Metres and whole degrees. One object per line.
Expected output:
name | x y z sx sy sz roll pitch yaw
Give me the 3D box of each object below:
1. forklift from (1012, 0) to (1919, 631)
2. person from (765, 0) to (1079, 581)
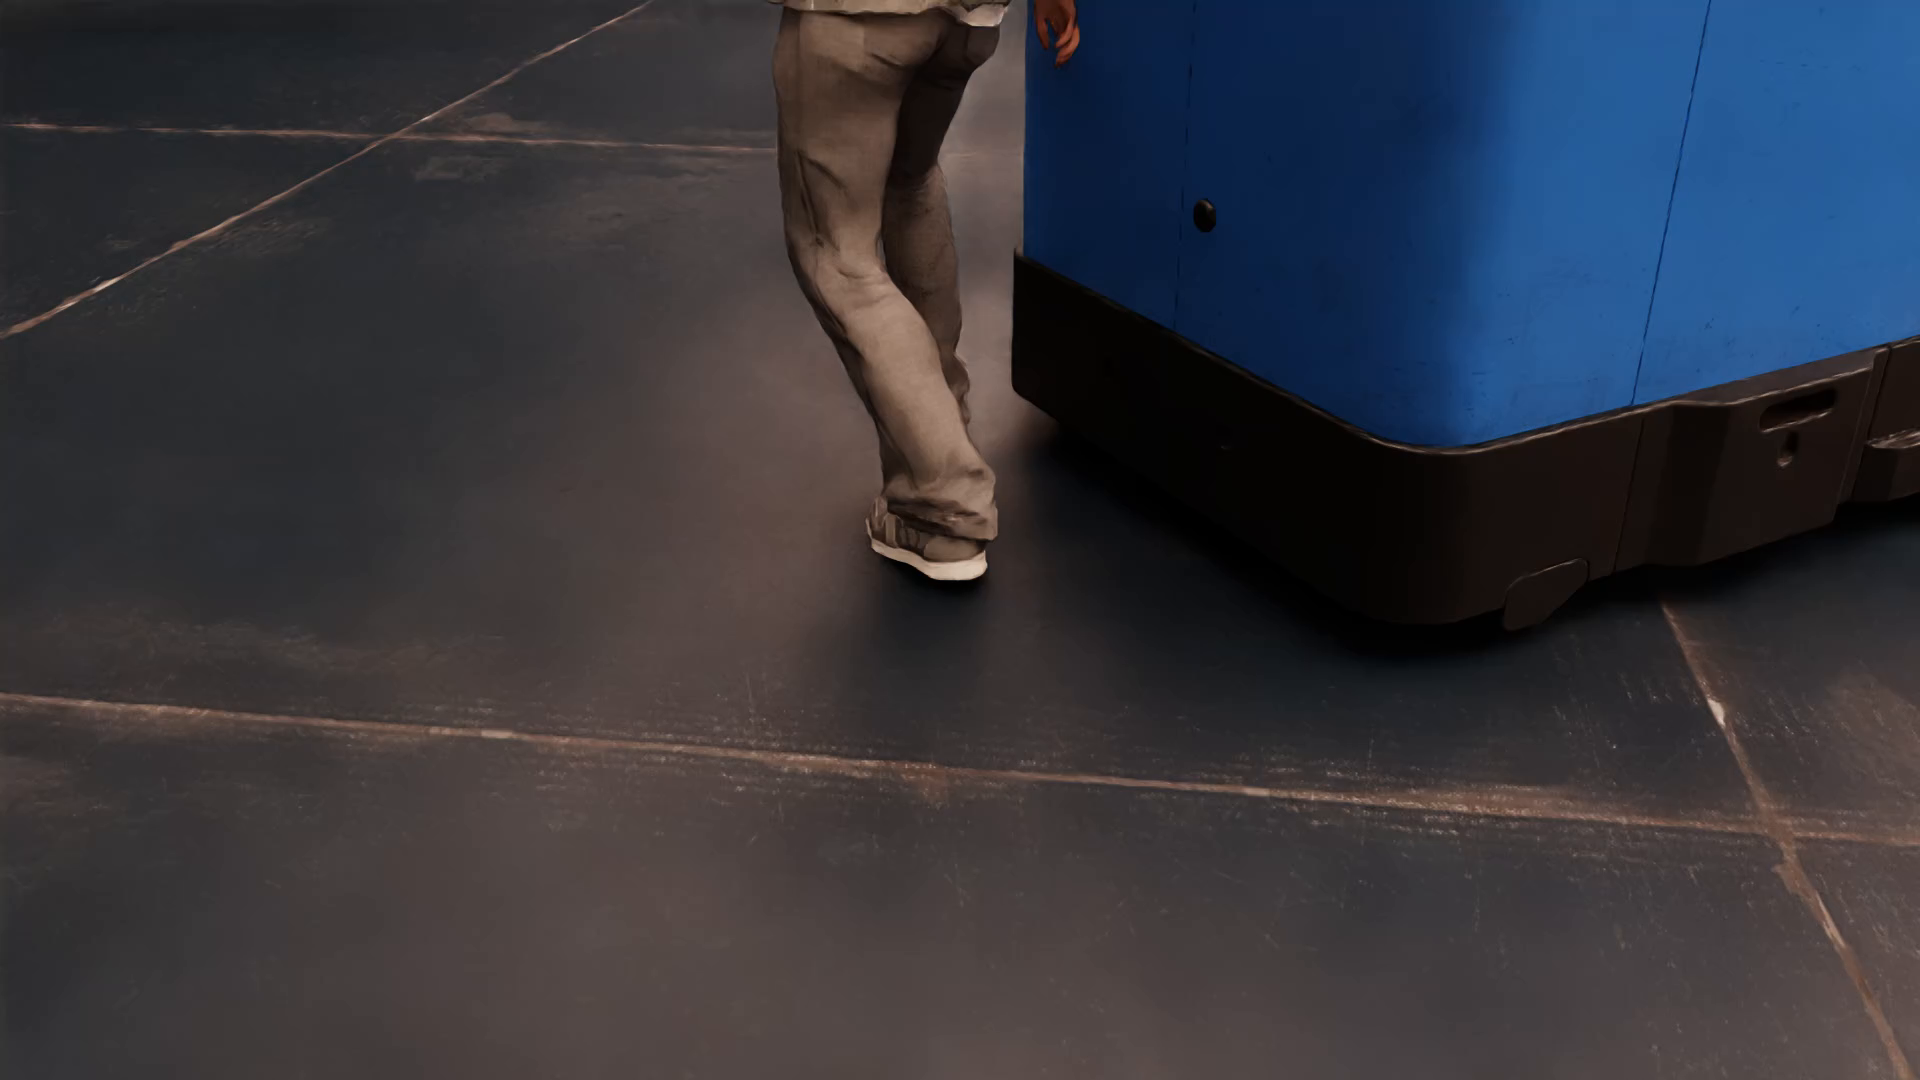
forklift | 1.635 -1.646 2.517 3.031 2.935 1.130 -13 29 -25
person | -0.080 -0.765 2.326 0.539 1.532 0.688 -24 35 -39
